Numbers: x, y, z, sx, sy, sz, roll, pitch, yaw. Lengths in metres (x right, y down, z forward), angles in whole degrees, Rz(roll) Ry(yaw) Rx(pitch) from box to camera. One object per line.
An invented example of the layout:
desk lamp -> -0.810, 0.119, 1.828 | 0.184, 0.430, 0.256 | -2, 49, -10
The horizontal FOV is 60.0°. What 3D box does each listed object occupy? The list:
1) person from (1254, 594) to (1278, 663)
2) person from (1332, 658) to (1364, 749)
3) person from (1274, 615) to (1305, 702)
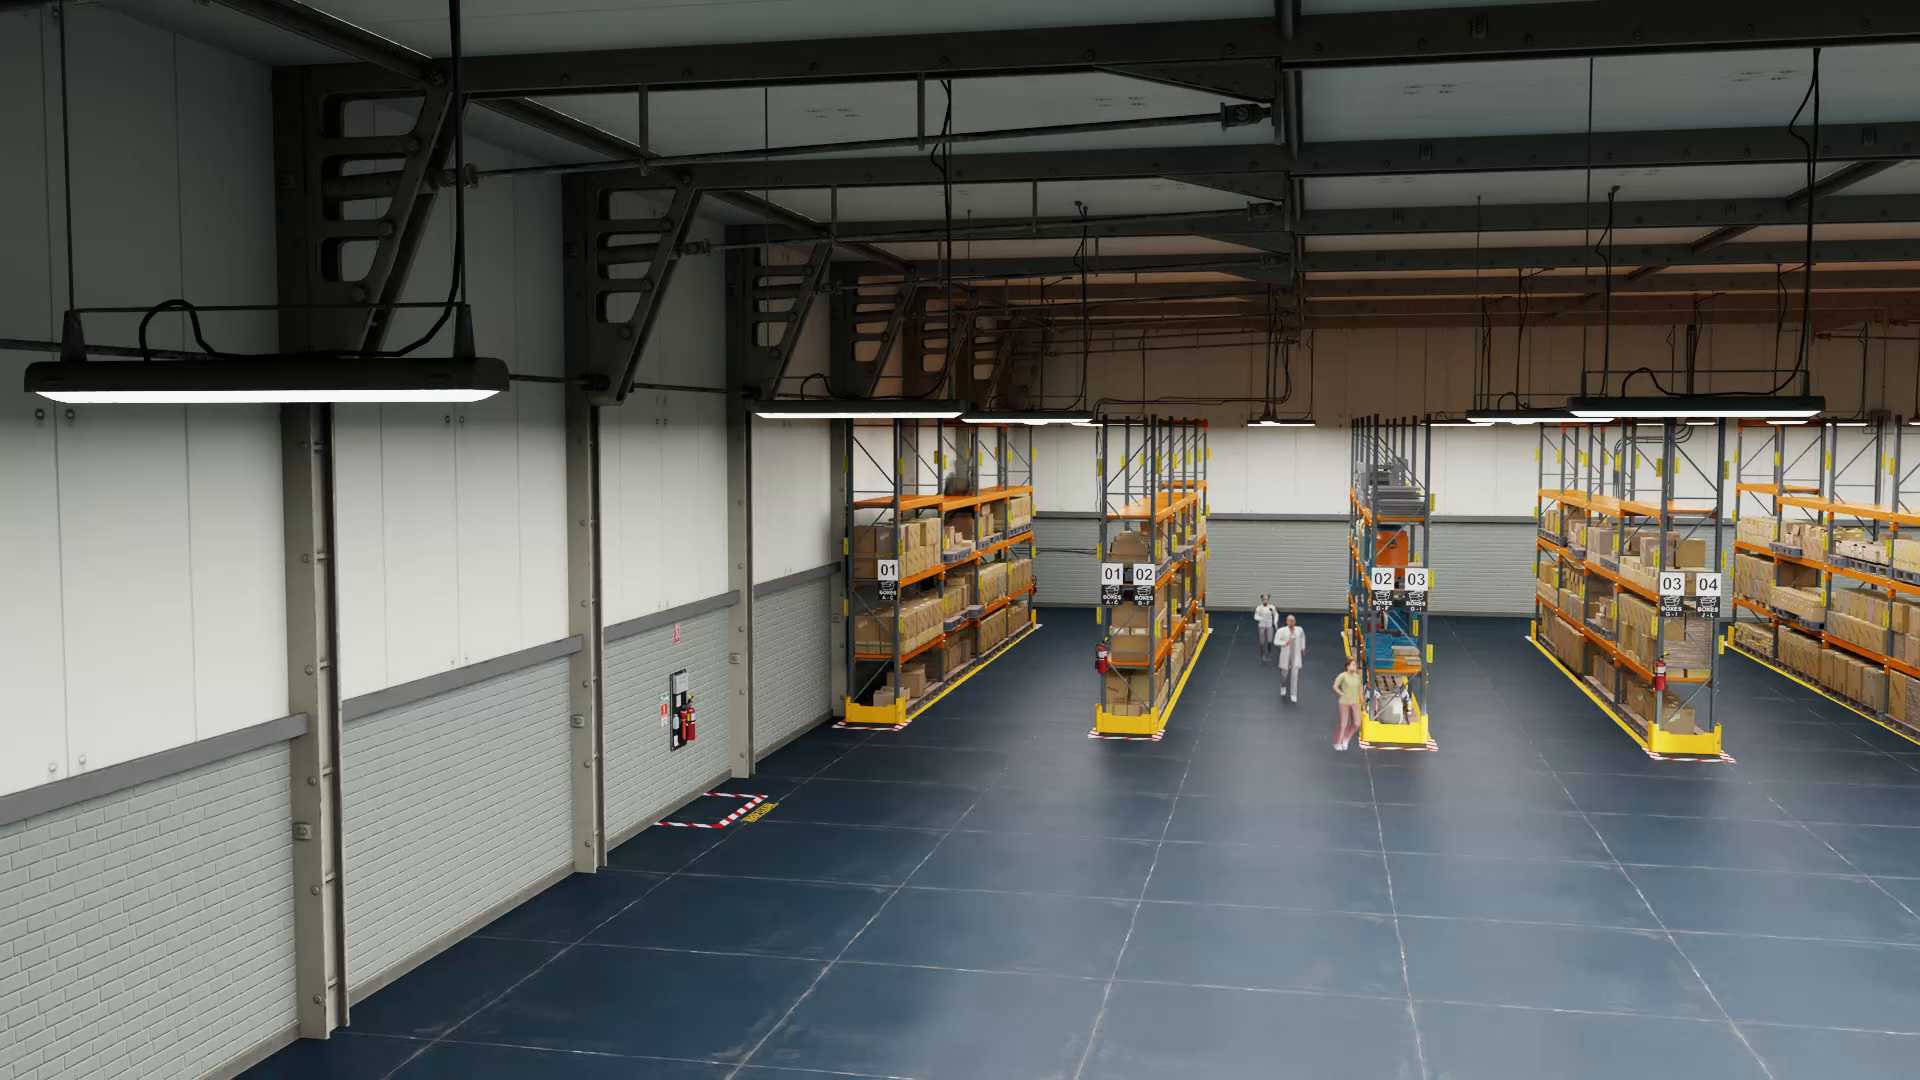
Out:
person -> 7.509, 2.164, 40.771 | 0.581, 1.699, 0.677 | 1, 4, 10
person -> 6.959, 2.927, 29.651 | 0.649, 1.632, 0.564 | -1, 4, -18
person -> 6.958, 2.464, 35.089 | 0.703, 1.764, 1.059 | 0, 4, 0
